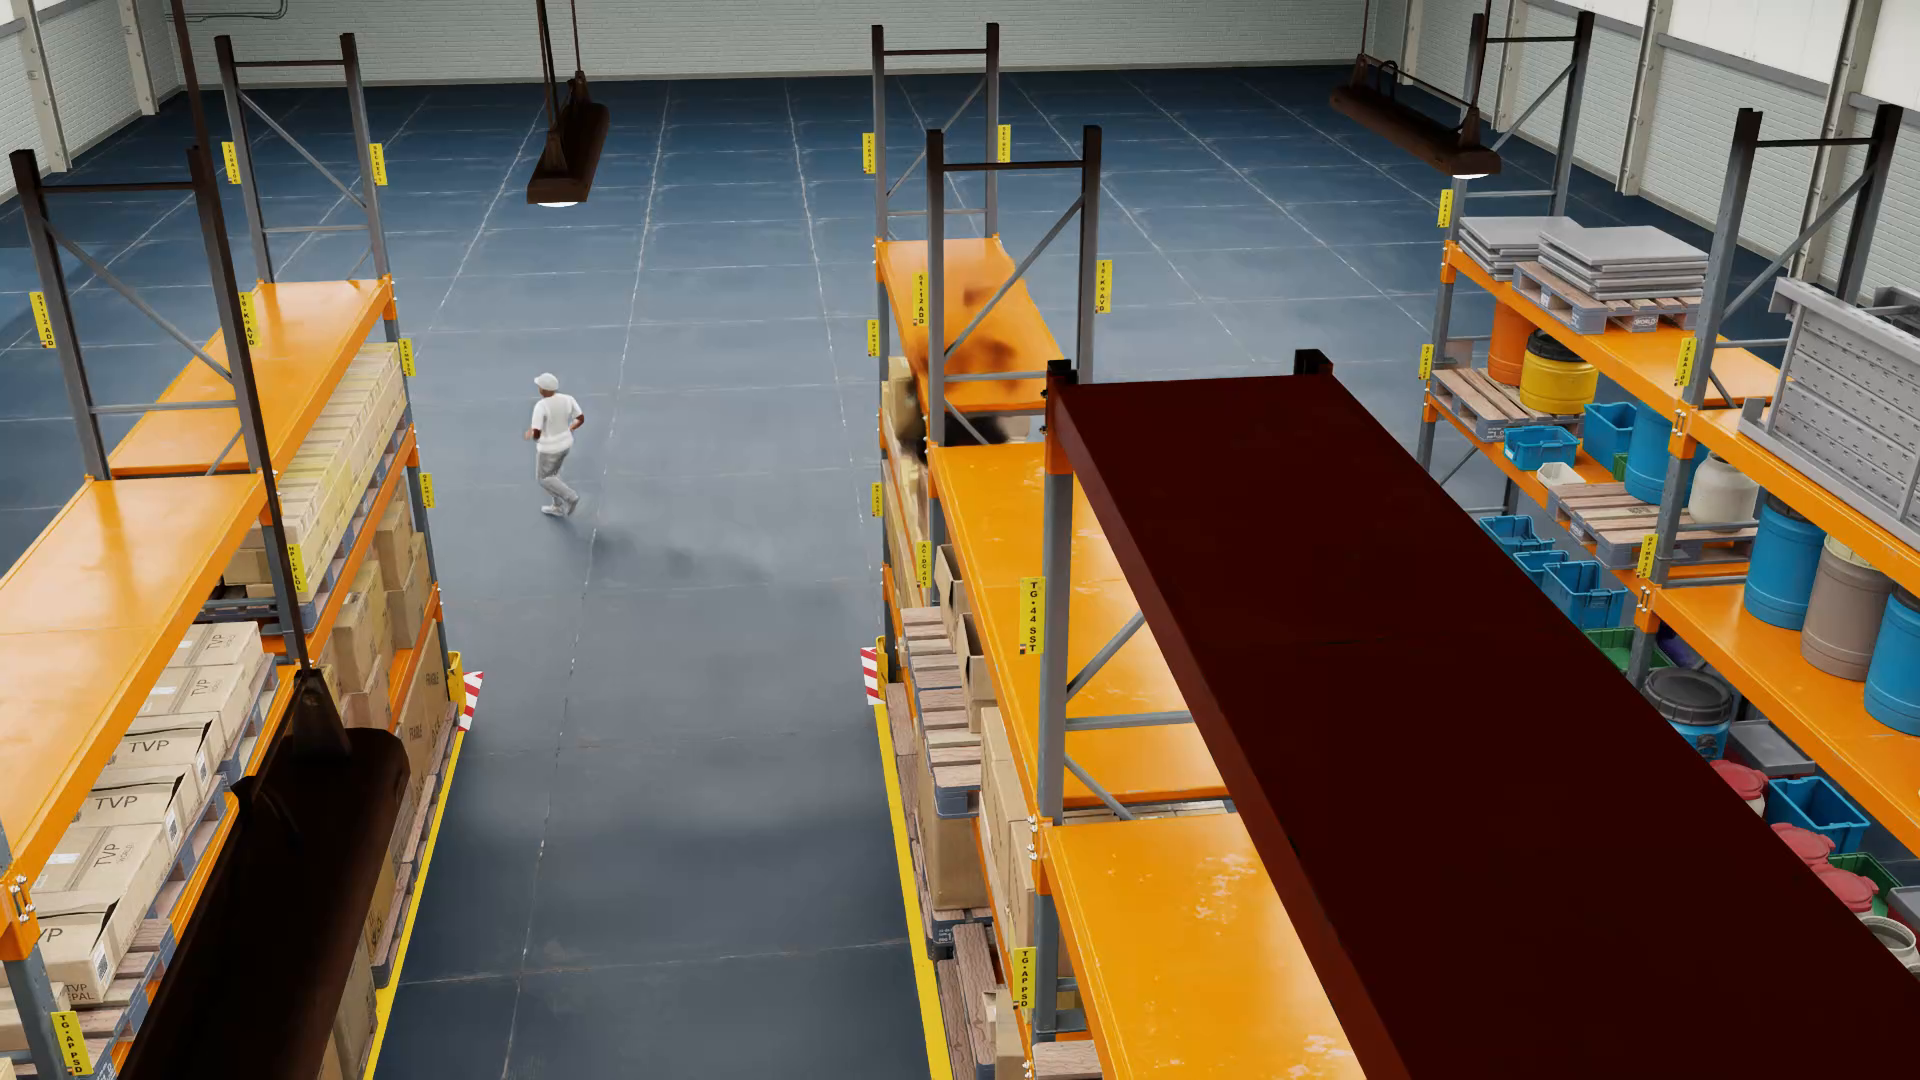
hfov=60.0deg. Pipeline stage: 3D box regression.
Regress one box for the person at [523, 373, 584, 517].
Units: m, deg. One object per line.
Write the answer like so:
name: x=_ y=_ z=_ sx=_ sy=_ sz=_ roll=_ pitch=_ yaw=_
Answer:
person: x=-4.533 y=-1.051 z=18.706 sx=0.671 sy=1.727 sz=0.696 roll=16 pitch=30 yaw=29

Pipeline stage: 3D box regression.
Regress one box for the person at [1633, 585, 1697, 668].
person: x=6.473 y=0.647 z=15.245 sx=0.609 sy=1.622 sz=0.886 roll=-11 pitch=28 yaw=-22
